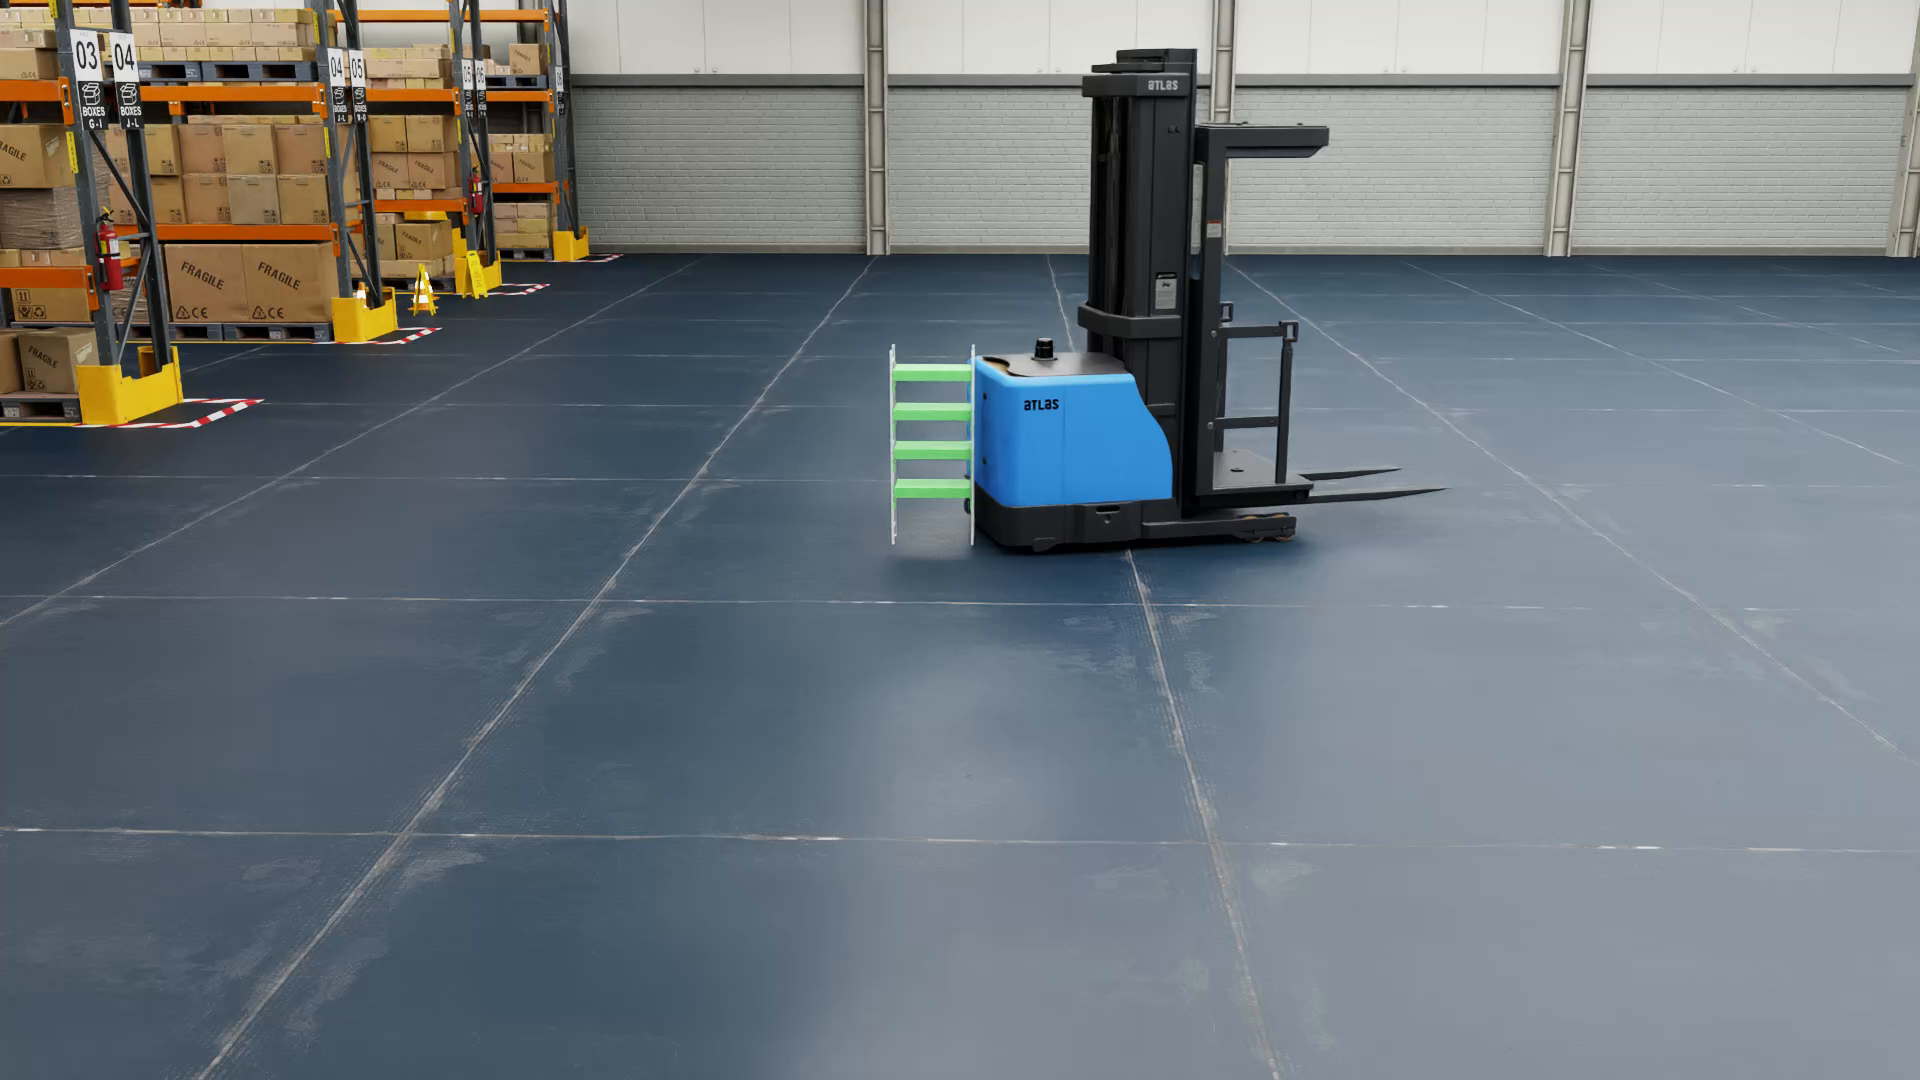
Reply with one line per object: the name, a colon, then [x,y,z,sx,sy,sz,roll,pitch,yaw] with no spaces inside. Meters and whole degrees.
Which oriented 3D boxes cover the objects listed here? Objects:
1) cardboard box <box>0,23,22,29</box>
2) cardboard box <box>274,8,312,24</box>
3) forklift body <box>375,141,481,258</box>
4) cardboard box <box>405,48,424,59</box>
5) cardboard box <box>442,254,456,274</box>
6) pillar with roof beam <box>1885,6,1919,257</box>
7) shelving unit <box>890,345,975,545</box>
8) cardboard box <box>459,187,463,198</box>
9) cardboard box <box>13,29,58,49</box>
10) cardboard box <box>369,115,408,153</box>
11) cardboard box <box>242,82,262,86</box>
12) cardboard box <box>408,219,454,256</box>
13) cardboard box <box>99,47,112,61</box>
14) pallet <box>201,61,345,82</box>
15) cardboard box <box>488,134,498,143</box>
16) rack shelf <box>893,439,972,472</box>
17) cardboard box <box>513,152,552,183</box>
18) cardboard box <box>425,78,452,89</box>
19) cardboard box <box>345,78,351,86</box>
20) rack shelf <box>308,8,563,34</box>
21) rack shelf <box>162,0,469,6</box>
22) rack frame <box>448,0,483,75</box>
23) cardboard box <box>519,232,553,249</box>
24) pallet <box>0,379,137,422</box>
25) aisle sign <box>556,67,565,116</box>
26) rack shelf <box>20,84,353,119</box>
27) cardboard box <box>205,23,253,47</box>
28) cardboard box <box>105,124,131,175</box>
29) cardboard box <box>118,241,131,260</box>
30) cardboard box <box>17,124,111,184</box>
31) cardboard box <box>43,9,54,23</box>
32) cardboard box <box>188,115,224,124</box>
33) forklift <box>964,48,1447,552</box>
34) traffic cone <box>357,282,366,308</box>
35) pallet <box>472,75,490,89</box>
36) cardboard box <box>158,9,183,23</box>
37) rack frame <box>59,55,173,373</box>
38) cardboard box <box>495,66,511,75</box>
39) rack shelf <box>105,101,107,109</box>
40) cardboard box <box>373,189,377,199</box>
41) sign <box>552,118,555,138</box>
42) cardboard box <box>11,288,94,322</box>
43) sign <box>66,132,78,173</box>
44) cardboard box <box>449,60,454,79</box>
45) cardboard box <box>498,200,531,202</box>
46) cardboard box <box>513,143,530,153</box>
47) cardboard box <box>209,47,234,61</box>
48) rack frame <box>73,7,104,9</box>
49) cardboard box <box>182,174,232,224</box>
cardboard box: [-10.446,-5.556,18.332,0.500,0.250,0.500,0,15,2]
cardboard box: [-7.274,-5.713,18.146,0.250,0.149,0.380,1,15,2]
forklift body: [-8.722,-5.497,26.961,1.214,2.155,2.313,0,15,1]
cardboard box: [-7.506,-6.748,23.085,0.250,0.149,0.380,1,15,2]
cardboard box: [-7.703,-4.044,24.356,0.500,0.250,0.500,0,15,1]
pillar with roof beam: [16.429,-8.242,23.938,0.400,9.000,9.100,0,15,1]
shelving unit: [-0.165,-0.581,10.191,0.503,1.200,0.258,0,15,1]
cardboard box: [-7.237,-5.028,24.012,0.250,0.149,0.380,0,15,2]
cardboard box: [-7.442,-4.060,13.483,0.250,0.149,0.380,0,15,1]
cardboard box: [-7.925,-5.723,23.414,0.500,0.500,0.700,1,15,2]
cardboard box: [-9.836,-6.384,23.270,0.250,0.149,0.380,1,15,3]
cardboard box: [-7.726,-4.407,24.260,0.500,0.500,0.500,0,15,0]
cardboard box: [-9.299,-5.341,18.299,0.250,0.149,0.380,0,15,1]
pallet: [-7.670,-5.242,18.621,1.213,0.211,1.003,0,15,1]
cardboard box: [-7.900,-6.824,28.275,0.250,0.149,0.380,0,15,2]
rack shelf: [-0.165,-0.519,10.207,0.480,0.148,0.258,0,15,1]
cardboard box: [-7.279,-6.345,28.315,0.500,0.500,0.500,0,15,0]
cardboard box: [-7.267,-6.355,23.159,0.250,0.149,0.380,0,15,2]
cardboard box: [-8.546,-6.370,23.218,0.250,0.149,0.380,0,15,0]
rack shelf: [-8.780,-8.733,27.996,4.000,0.370,1.077,0,15,1]
rack shelf: [-8.903,-7.659,23.147,4.000,0.370,1.077,0,15,1]
rack frame: [-6.903,-7.996,23.006,0.127,3.000,1.000,0,15,1]
cardboard box: [-7.258,-5.157,28.573,0.500,0.250,0.500,0,15,2]
pallet: [-8.044,-1.234,14.604,1.213,0.211,1.003,0,15,1]
aisle sign: [-6.722,-7.542,27.952,0.004,0.787,0.394,0,15,1]
rack shelf: [-8.928,-4.947,18.742,4.000,0.370,1.077,0,15,1]
cardboard box: [-7.925,-5.540,18.271,0.500,0.250,0.500,0,15,2]
cardboard box: [-9.470,-4.429,18.836,0.550,0.550,0.875,0,15,1]
cardboard box: [-7.435,-2.509,14.462,0.250,0.149,0.380,0,15,1]
cardboard box: [-7.699,-3.316,14.291,0.500,0.500,0.500,0,15,1]
cardboard box: [-9.810,-5.730,18.209,0.250,0.149,0.380,0,15,1]
cardboard box: [-10.468,-5.738,23.471,0.500,0.500,0.700,0,15,1]
forklift: [1.600,-1.526,10.377,3.031,2.935,1.130,-4,15,-13]
traffic cone: [-7.423,-2.971,20.693,0.334,0.463,0.336,0,15,1]
pallet: [-8.709,-7.787,28.268,1.213,0.211,1.003,0,15,1]
cardboard box: [-8.545,-5.722,18.177,0.250,0.149,0.380,0,15,1]
rack frame: [-7.156,-2.568,14.192,0.127,3.000,1.000,0,15,1]
cardboard box: [-7.616,-7.869,27.879,0.250,0.149,0.380,0,15,0]
rack shelf: [-16.777,-7.528,28.525,4.000,0.370,1.077,0,15,1]
cardboard box: [-8.305,-4.933,23.651,0.250,0.149,0.380,1,15,2]
sign: [-6.808,-6.897,27.867,0.005,0.325,0.100,0,15,1]
cardboard box: [-10.300,-3.012,19.217,0.875,0.875,0.875,1,15,2]
sign: [-7.191,-3.139,13.468,0.005,0.325,0.100,0,15,1]
cardboard box: [-7.399,-6.688,23.640,0.500,0.250,0.500,0,15,0]
cardboard box: [-7.755,-5.771,28.942,0.500,0.250,0.500,0,15,2]
cardboard box: [-7.390,-6.648,28.189,0.250,0.149,0.380,1,15,2]
cardboard box: [-8.031,-5.333,18.267,0.250,0.149,0.380,1,15,2]
rack frame: [-14.778,-9.314,28.001,0.127,3.000,1.000,0,15,1]
cardboard box: [-8.408,-3.929,19.058,0.550,0.550,0.875,0,15,1]
